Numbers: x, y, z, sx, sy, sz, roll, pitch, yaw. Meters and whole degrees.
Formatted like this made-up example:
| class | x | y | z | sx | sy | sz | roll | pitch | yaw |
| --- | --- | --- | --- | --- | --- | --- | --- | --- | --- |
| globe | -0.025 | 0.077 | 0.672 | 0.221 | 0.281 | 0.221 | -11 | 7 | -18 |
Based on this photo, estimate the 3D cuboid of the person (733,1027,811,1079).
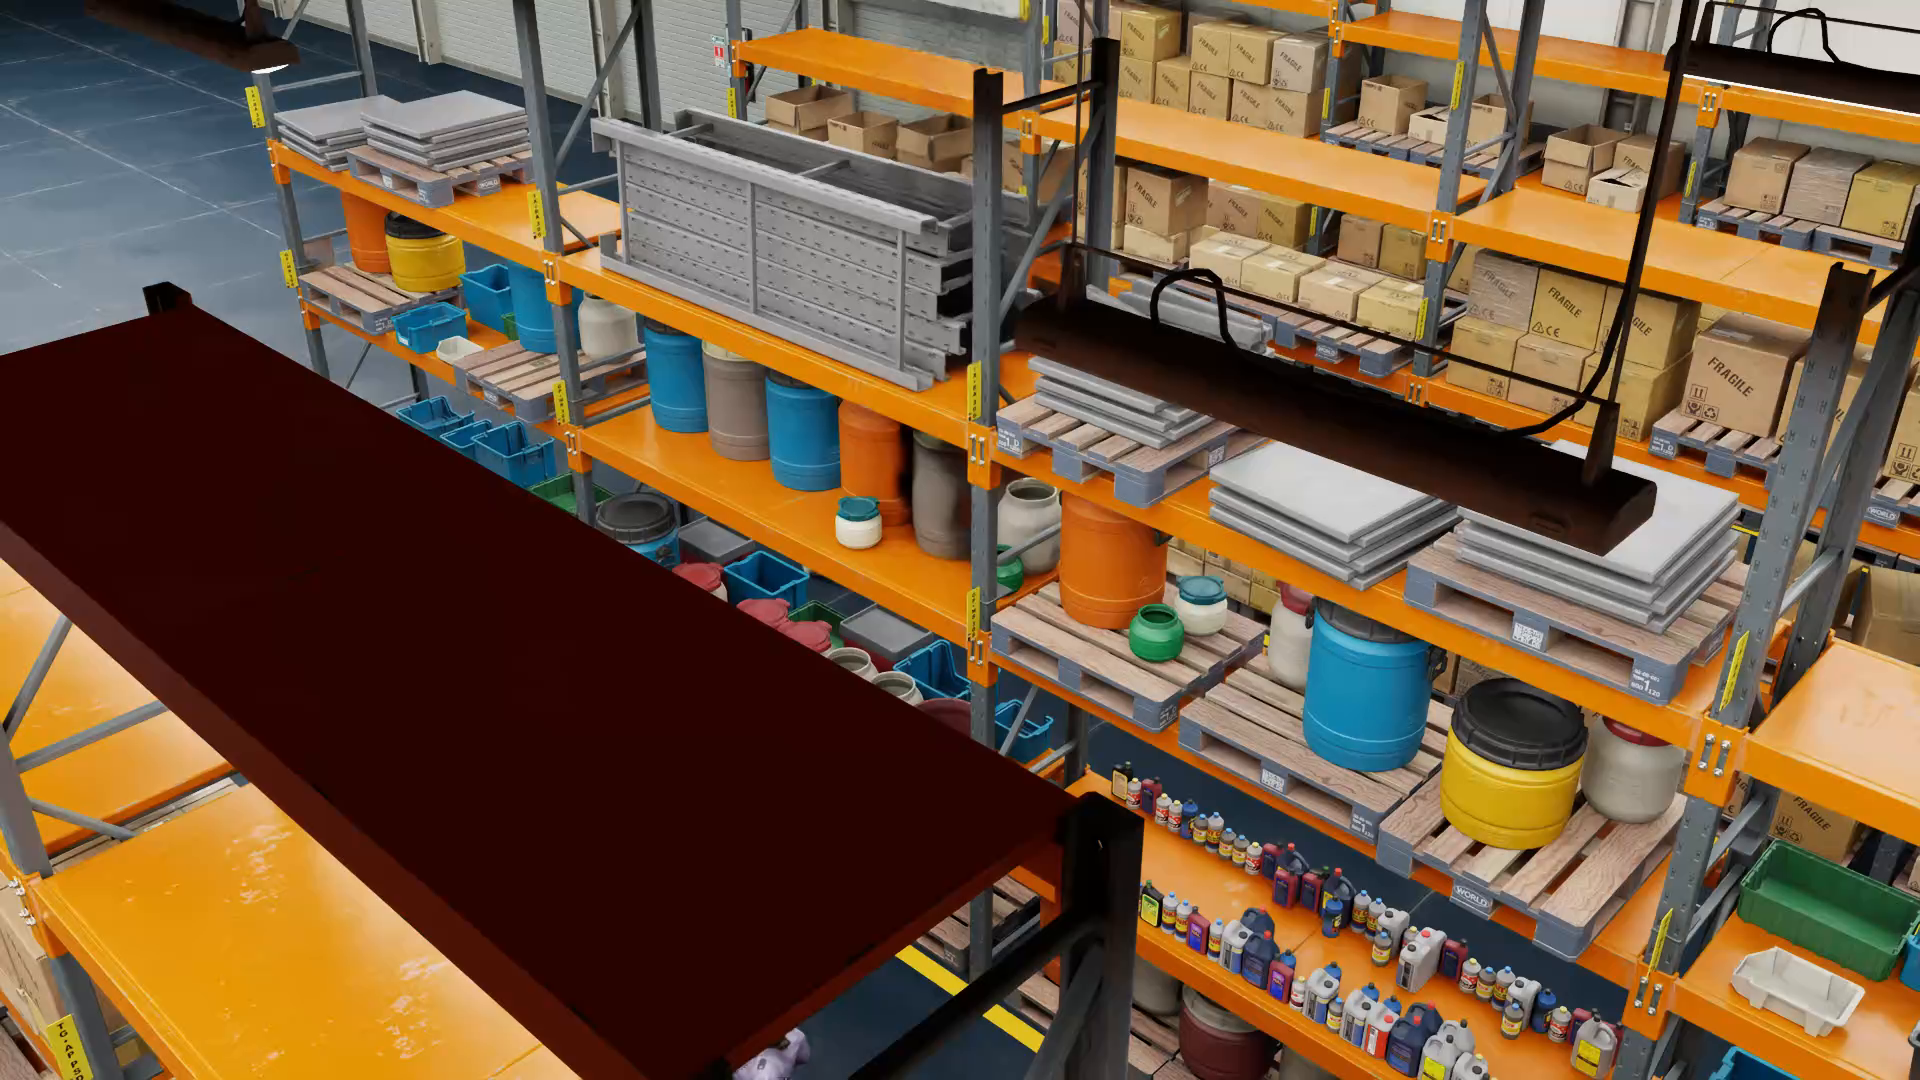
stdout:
| class | x | y | z | sx | sy | sz | roll | pitch | yaw |
| --- | --- | --- | --- | --- | --- | --- | --- | --- | --- |
| person | -0.990 | 3.157 | 8.967 | 0.903 | 1.632 | 0.608 | 15 | 33 | 24 |

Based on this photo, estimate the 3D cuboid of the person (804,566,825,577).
| class | x | y | z | sx | sy | sz | roll | pitch | yaw |
| --- | --- | --- | --- | --- | --- | --- | --- | --- | --- |
| person | -1.113 | -0.325 | 15.136 | 0.862 | 1.657 | 0.632 | 17 | 34 | 27 |
